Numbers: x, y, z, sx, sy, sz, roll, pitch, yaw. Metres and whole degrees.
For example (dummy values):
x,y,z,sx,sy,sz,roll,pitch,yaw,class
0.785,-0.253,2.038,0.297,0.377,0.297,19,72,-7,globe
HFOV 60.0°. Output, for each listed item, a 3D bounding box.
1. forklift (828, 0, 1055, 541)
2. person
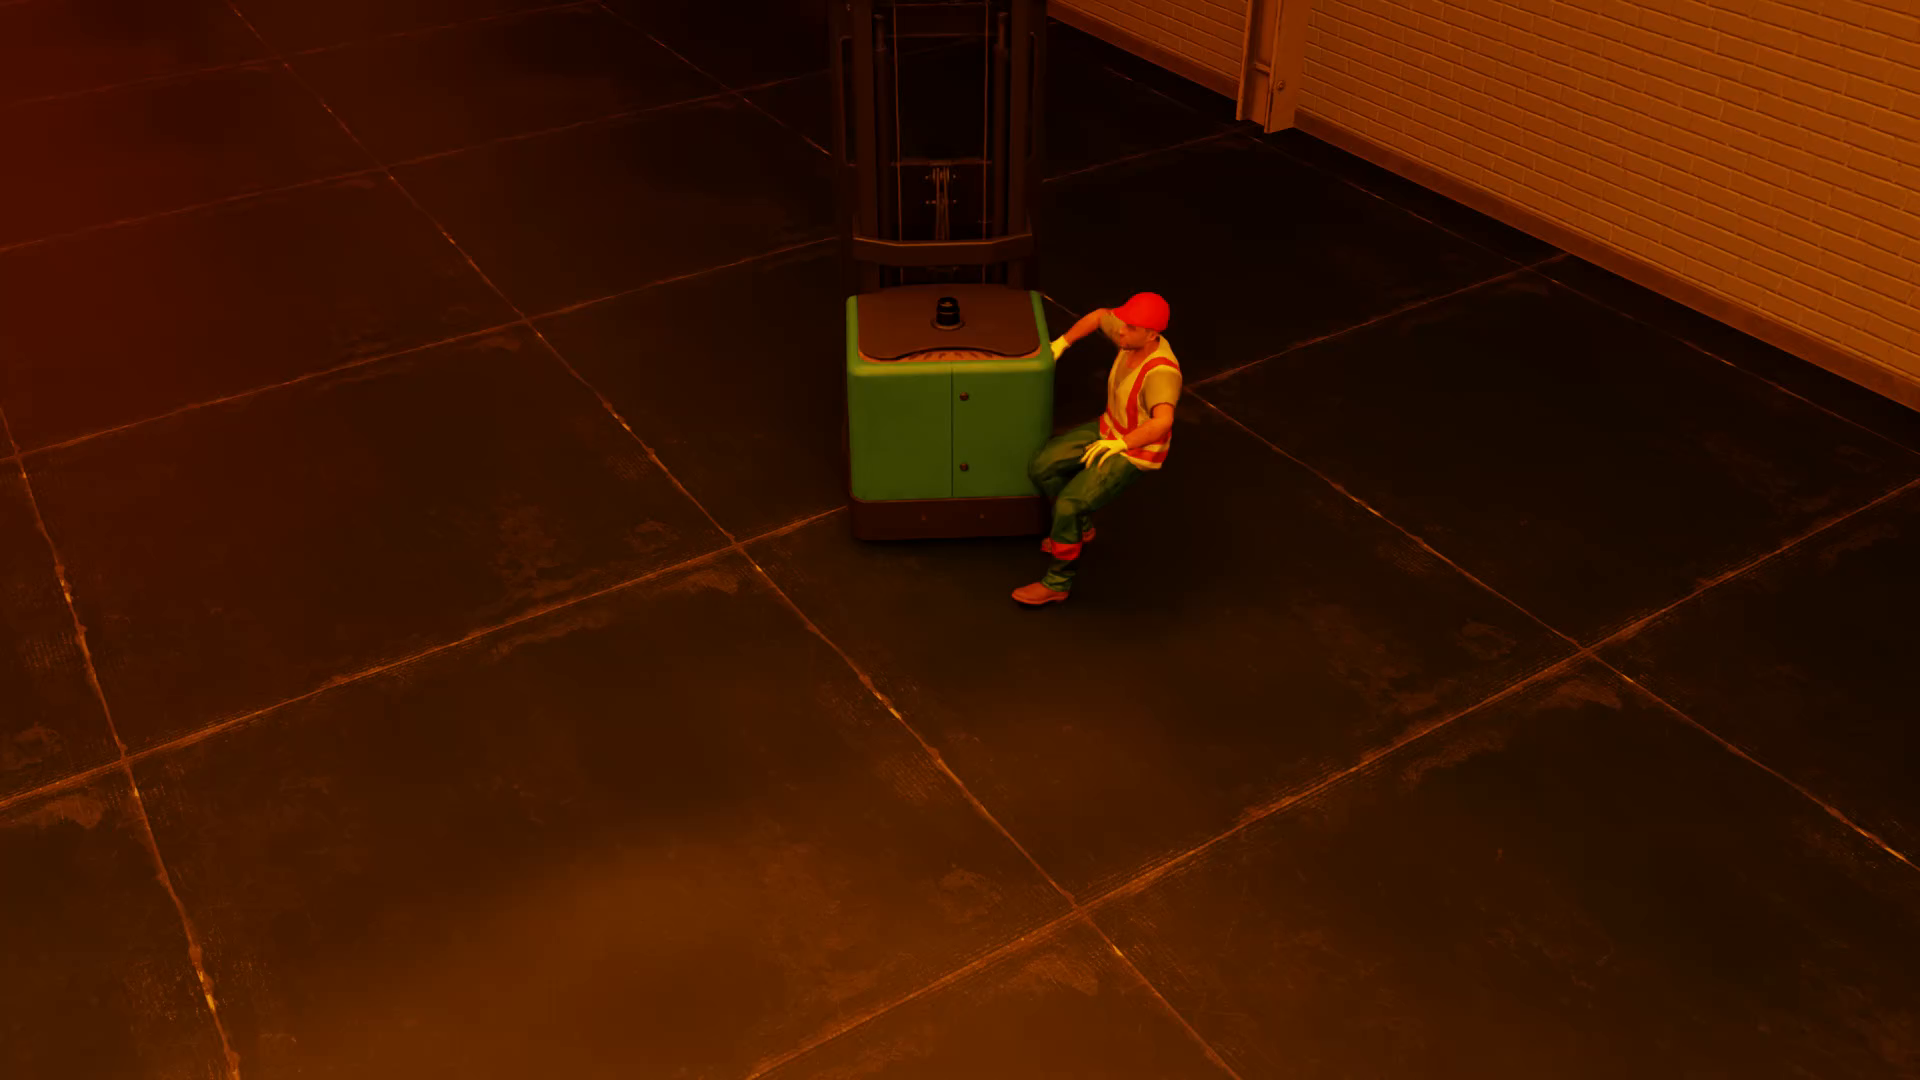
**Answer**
x,y,z,sx,sy,sz,roll,pitch,yaw,class
-0.128,-2.020,9.023,1.130,2.935,3.031,-2,35,-3,forklift
0.601,-0.470,8.019,0.860,1.564,1.133,-14,37,-19,person
